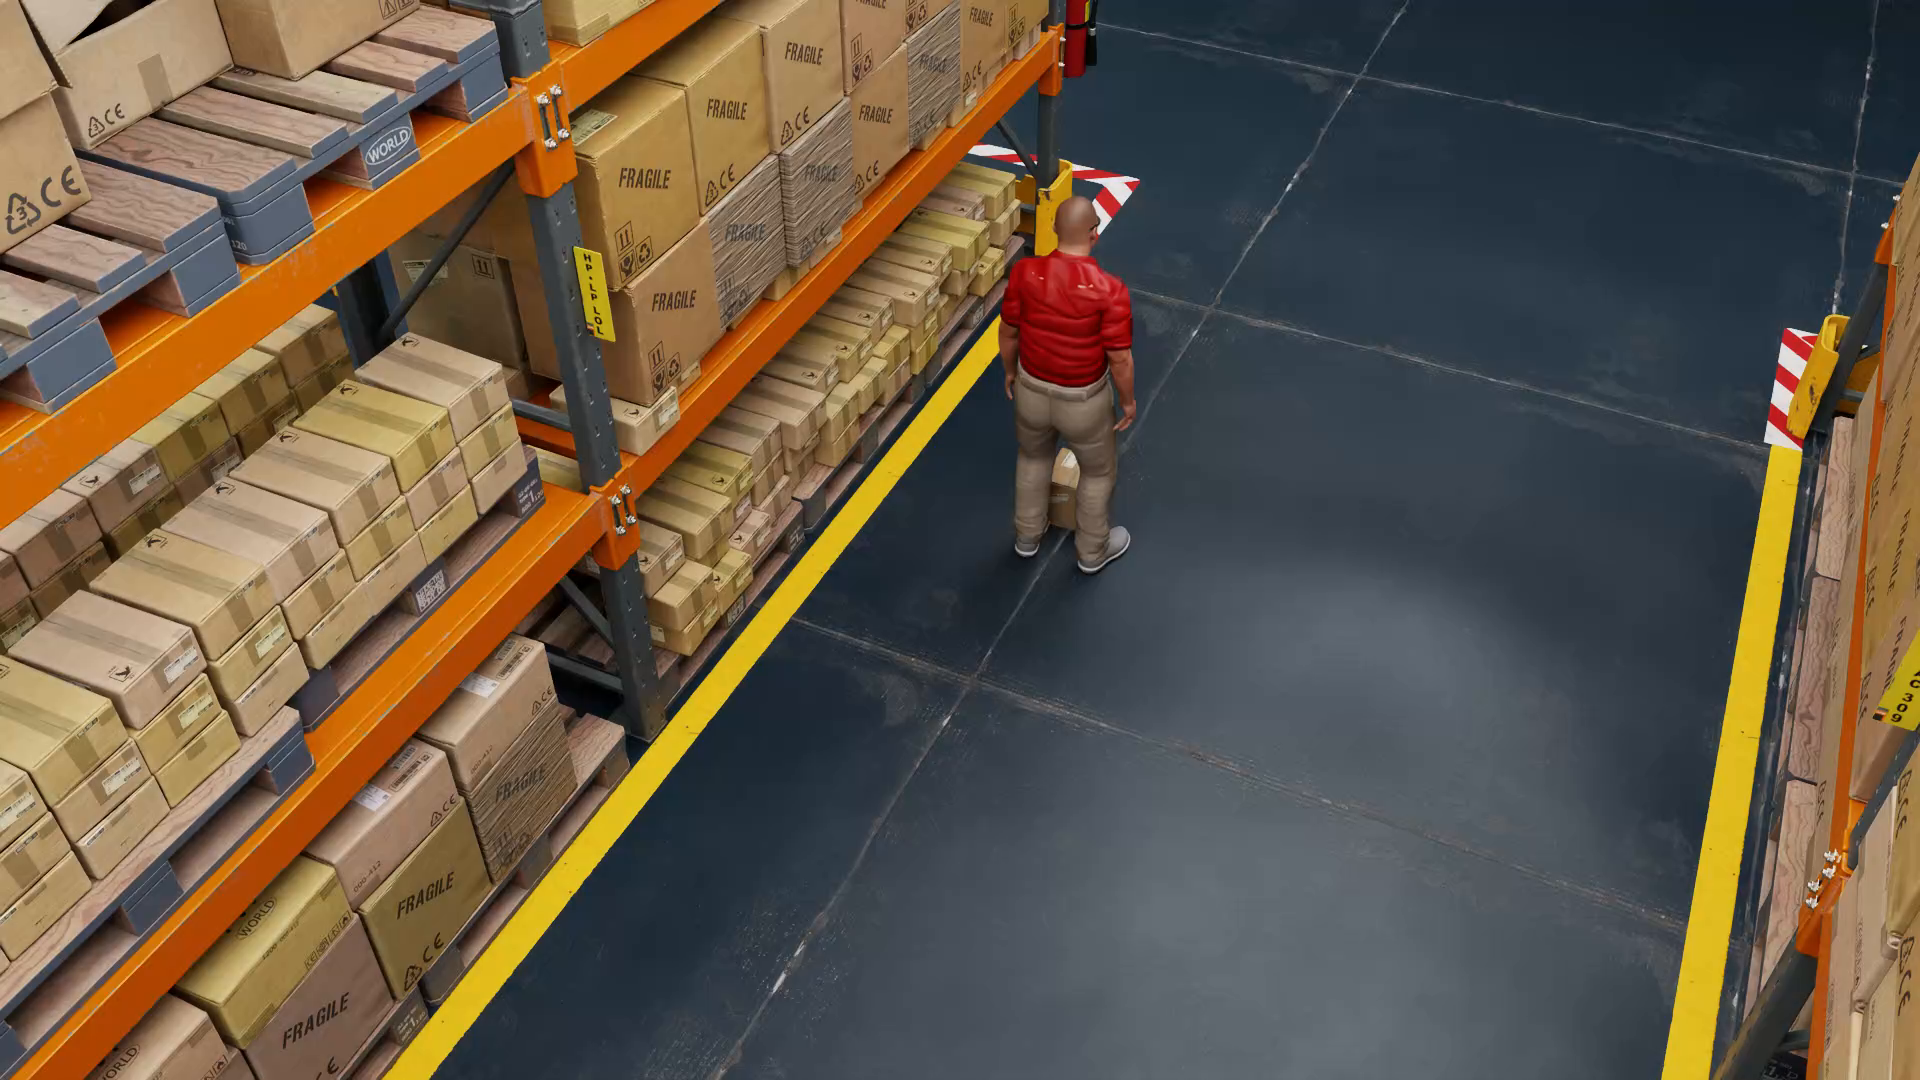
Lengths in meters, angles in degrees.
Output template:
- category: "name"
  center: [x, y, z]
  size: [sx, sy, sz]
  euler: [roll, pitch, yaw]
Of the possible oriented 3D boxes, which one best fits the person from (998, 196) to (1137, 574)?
- category: "person"
  center: [0.443, -0.615, 6.859]
  size: [0.587, 1.727, 0.398]
  euler: [17, 45, 18]
